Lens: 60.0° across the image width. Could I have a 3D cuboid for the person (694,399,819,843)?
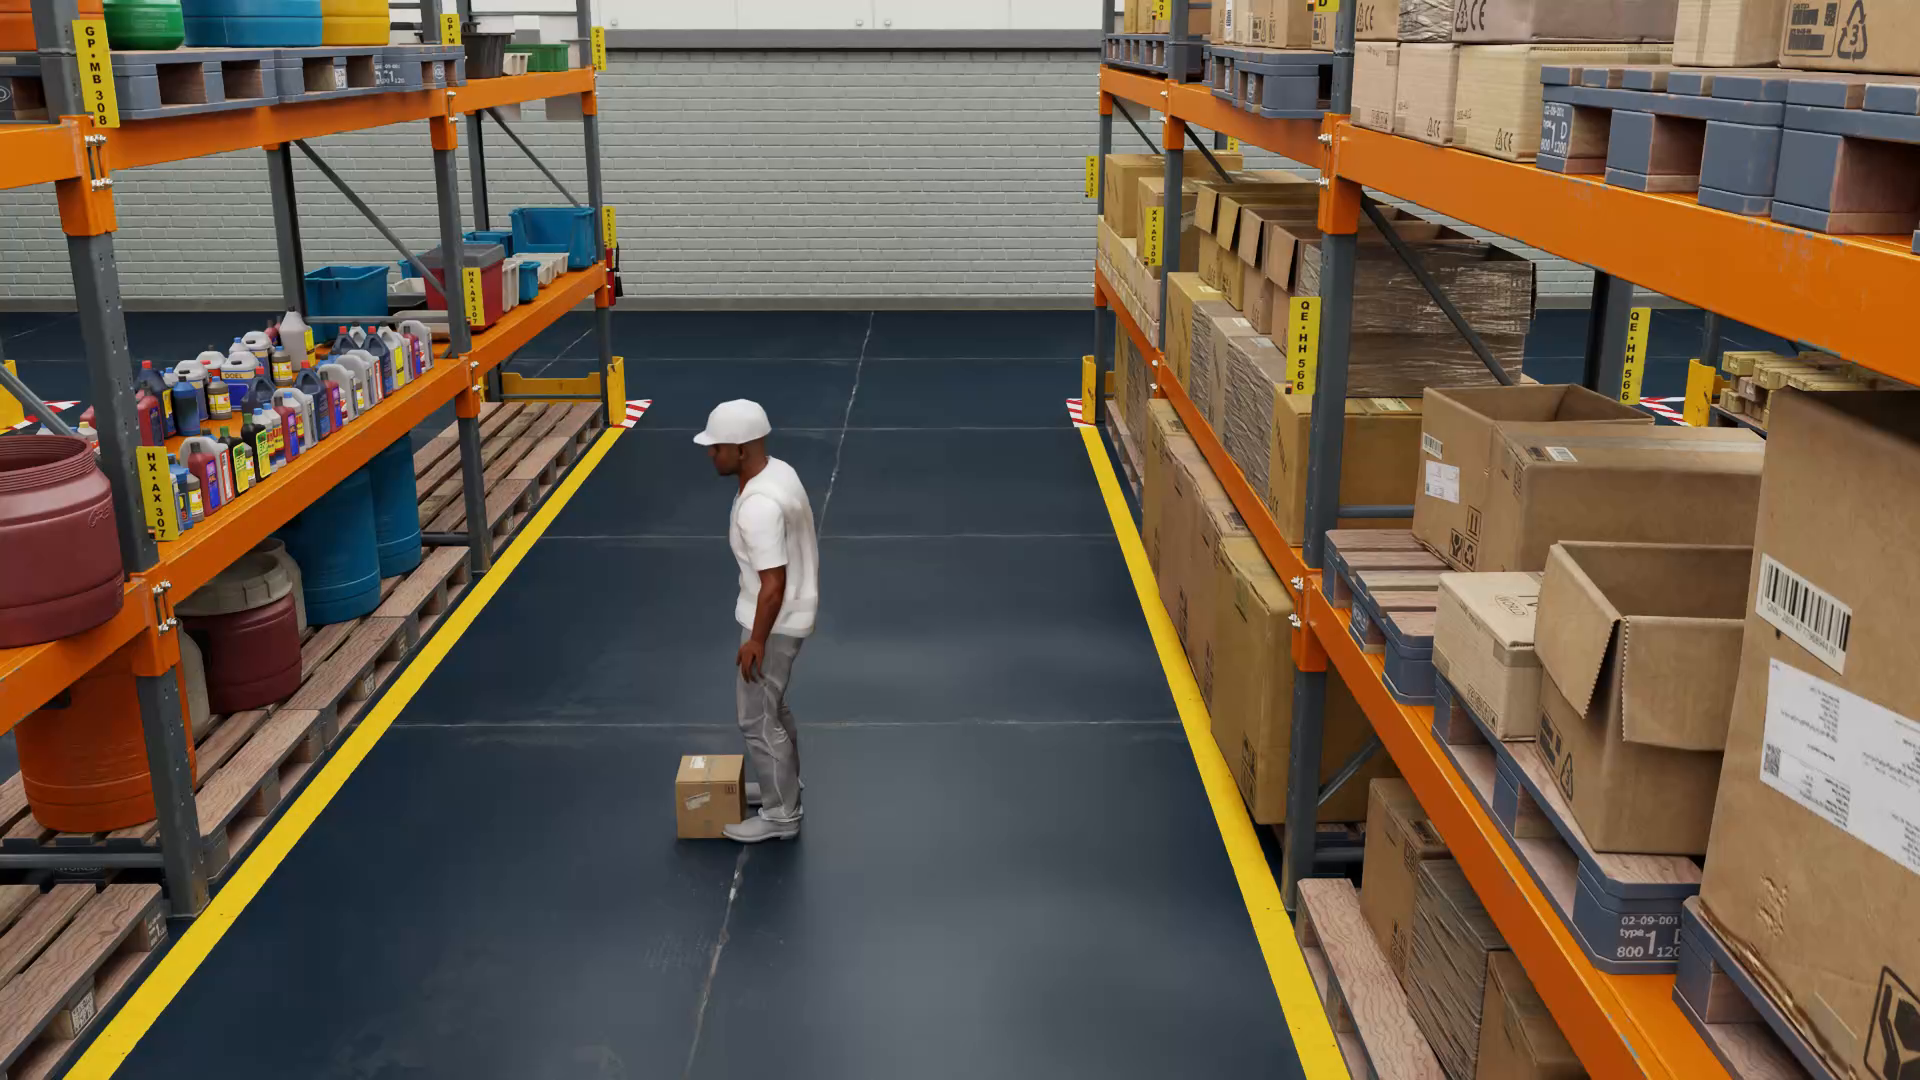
[{"bbox_3d":[-0.774,0.309,6.503,0.457,1.760,0.615,-1,17,-3],"label":"person"}]
